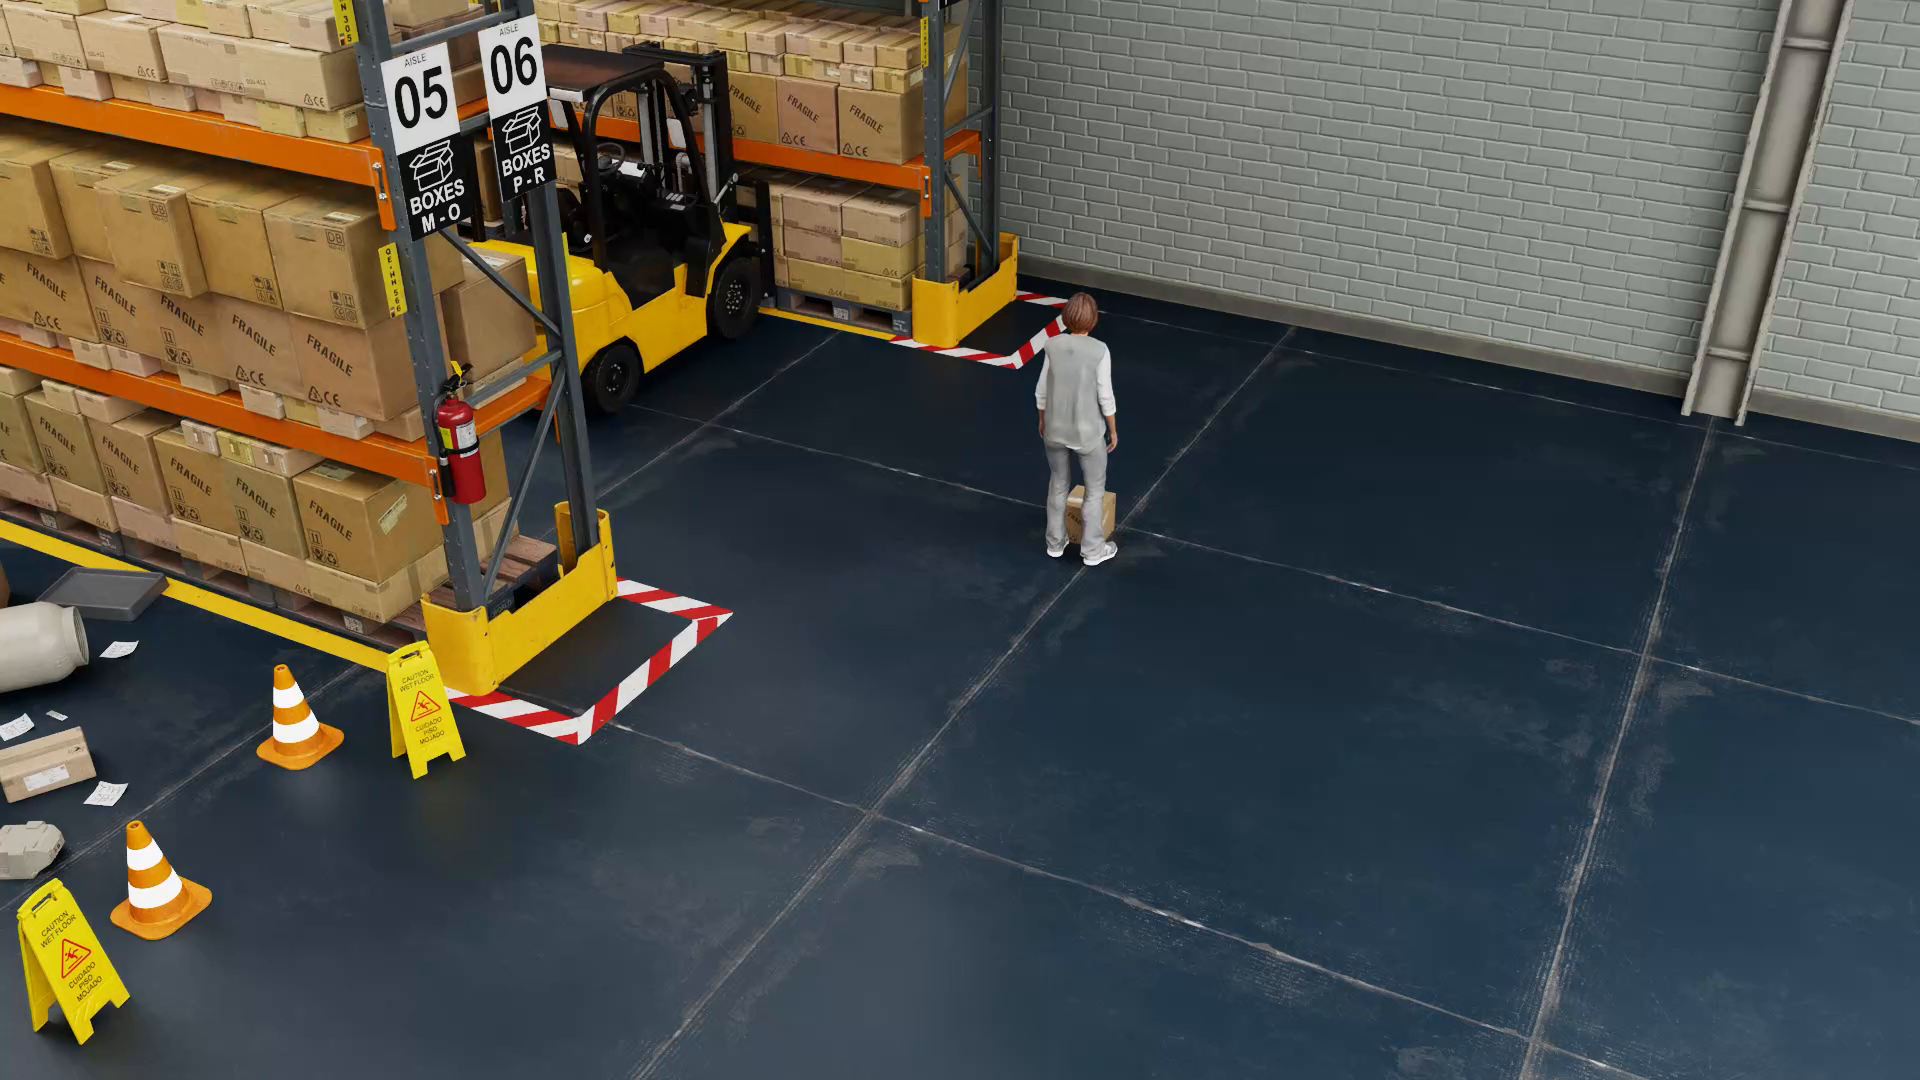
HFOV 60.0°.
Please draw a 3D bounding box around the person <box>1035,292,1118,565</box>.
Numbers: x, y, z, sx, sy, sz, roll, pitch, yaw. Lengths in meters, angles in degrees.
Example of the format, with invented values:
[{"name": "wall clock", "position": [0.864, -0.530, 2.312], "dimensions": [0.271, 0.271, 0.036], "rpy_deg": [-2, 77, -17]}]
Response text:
[{"name": "person", "position": [0.652, -0.602, 9.324], "dimensions": [0.482, 1.582, 0.342], "rpy_deg": [13, 33, 21]}]
